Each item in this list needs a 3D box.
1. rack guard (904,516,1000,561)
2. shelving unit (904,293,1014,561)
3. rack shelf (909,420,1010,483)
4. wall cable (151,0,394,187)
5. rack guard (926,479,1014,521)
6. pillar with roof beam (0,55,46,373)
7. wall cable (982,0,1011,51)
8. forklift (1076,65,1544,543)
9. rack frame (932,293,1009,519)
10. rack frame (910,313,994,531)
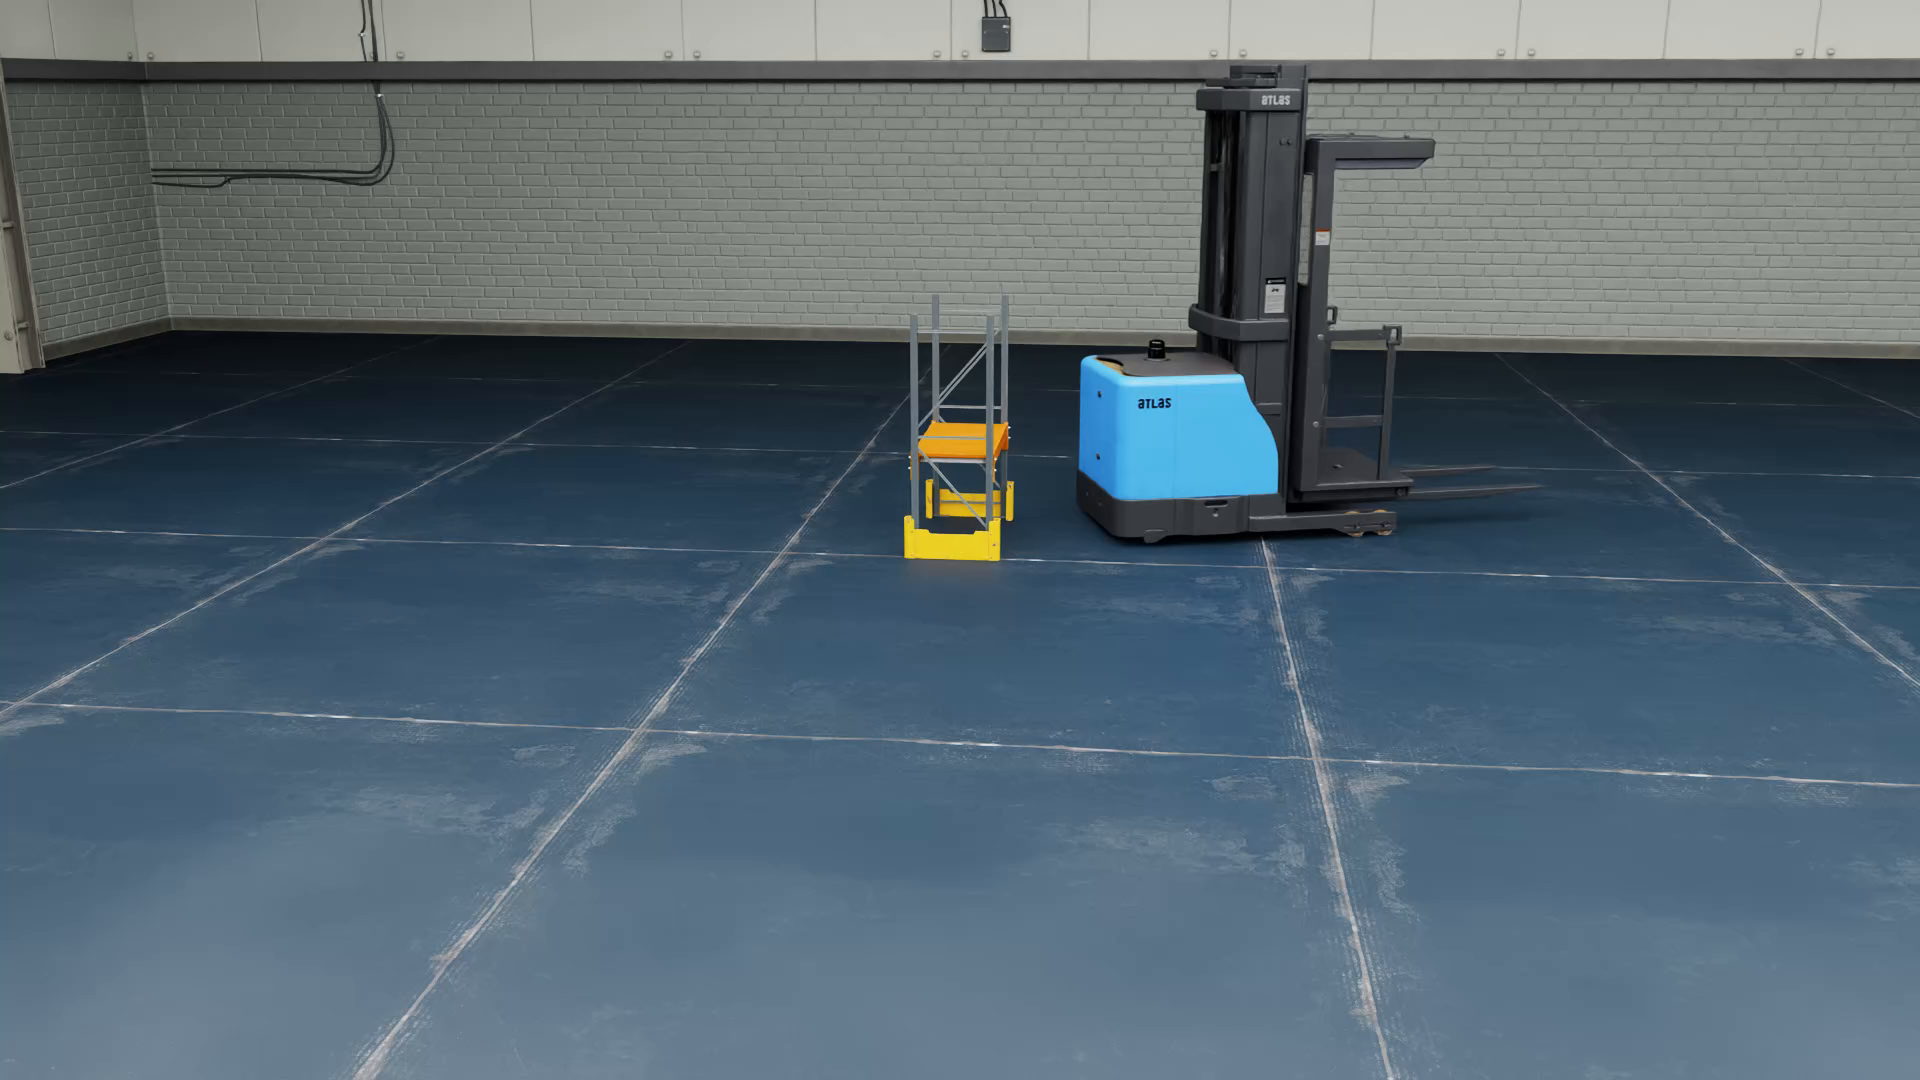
[{"bbox_3d":[-0.048,-0.011,10.225,0.587,0.250,0.087,2,15,6],"label":"rack guard"},{"bbox_3d":[0.009,-0.744,10.539,0.587,1.500,1.083,2,15,6],"label":"shelving unit"},{"bbox_3d":[0.010,-0.572,10.595,0.538,0.185,1.000,2,15,6],"label":"rack shelf"},{"bbox_3d":[-8.046,-5.323,19.055,3.097,2.526,0.112,2,15,6],"label":"wall cable"},{"bbox_3d":[0.065,-0.270,11.180,0.587,0.250,0.087,2,15,6],"label":"rack guard"},{"bbox_3d":[-5.415,-5.970,15.499,9.100,9.000,0.400,2,15,6],"label":"pillar with roof beam"},{"bbox_3d":[1.385,-8.179,17.156,2.305,6.003,0.169,2,15,6],"label":"wall cable"},{"bbox_3d":[2.361,-1.566,10.839,3.031,2.935,1.130,-3,15,-11],"label":"forklift"},{"bbox_3d":[0.067,-0.878,11.036,0.500,1.500,0.032,2,15,6],"label":"rack frame"},{"bbox_3d":[-0.048,-0.614,10.061,0.500,1.500,0.032,2,15,6],"label":"rack frame"}]
